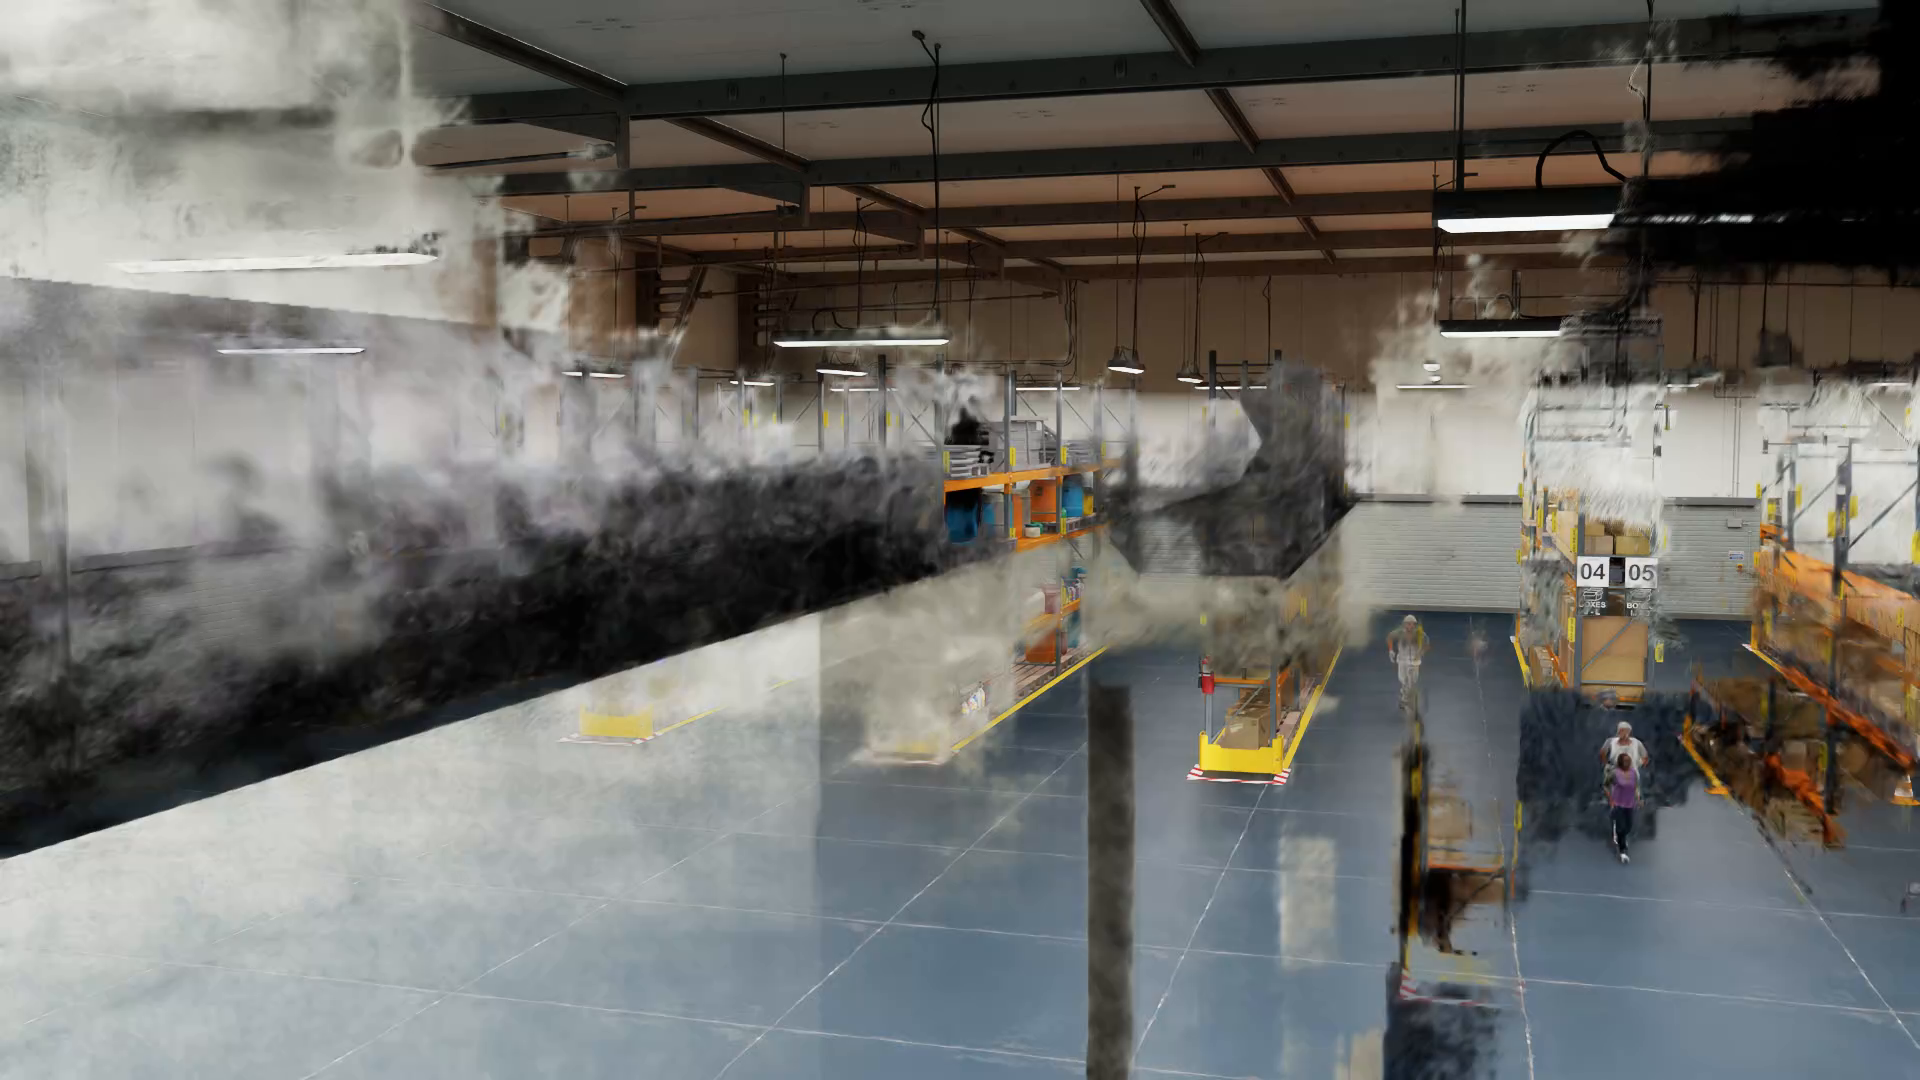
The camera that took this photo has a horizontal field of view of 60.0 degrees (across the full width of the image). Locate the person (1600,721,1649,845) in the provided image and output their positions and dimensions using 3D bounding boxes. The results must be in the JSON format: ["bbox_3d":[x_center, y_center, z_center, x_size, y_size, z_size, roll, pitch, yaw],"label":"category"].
[{"bbox_3d":[-5.882,1.658,34.327,0.656,1.826,0.882,1,4,9],"label":"person"}]

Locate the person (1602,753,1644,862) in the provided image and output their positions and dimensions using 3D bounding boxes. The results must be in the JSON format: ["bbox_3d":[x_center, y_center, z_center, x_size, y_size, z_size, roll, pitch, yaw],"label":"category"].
[{"bbox_3d":[-6.370,1.859,33.292,0.525,1.560,0.682,0,4,1],"label":"person"}]
